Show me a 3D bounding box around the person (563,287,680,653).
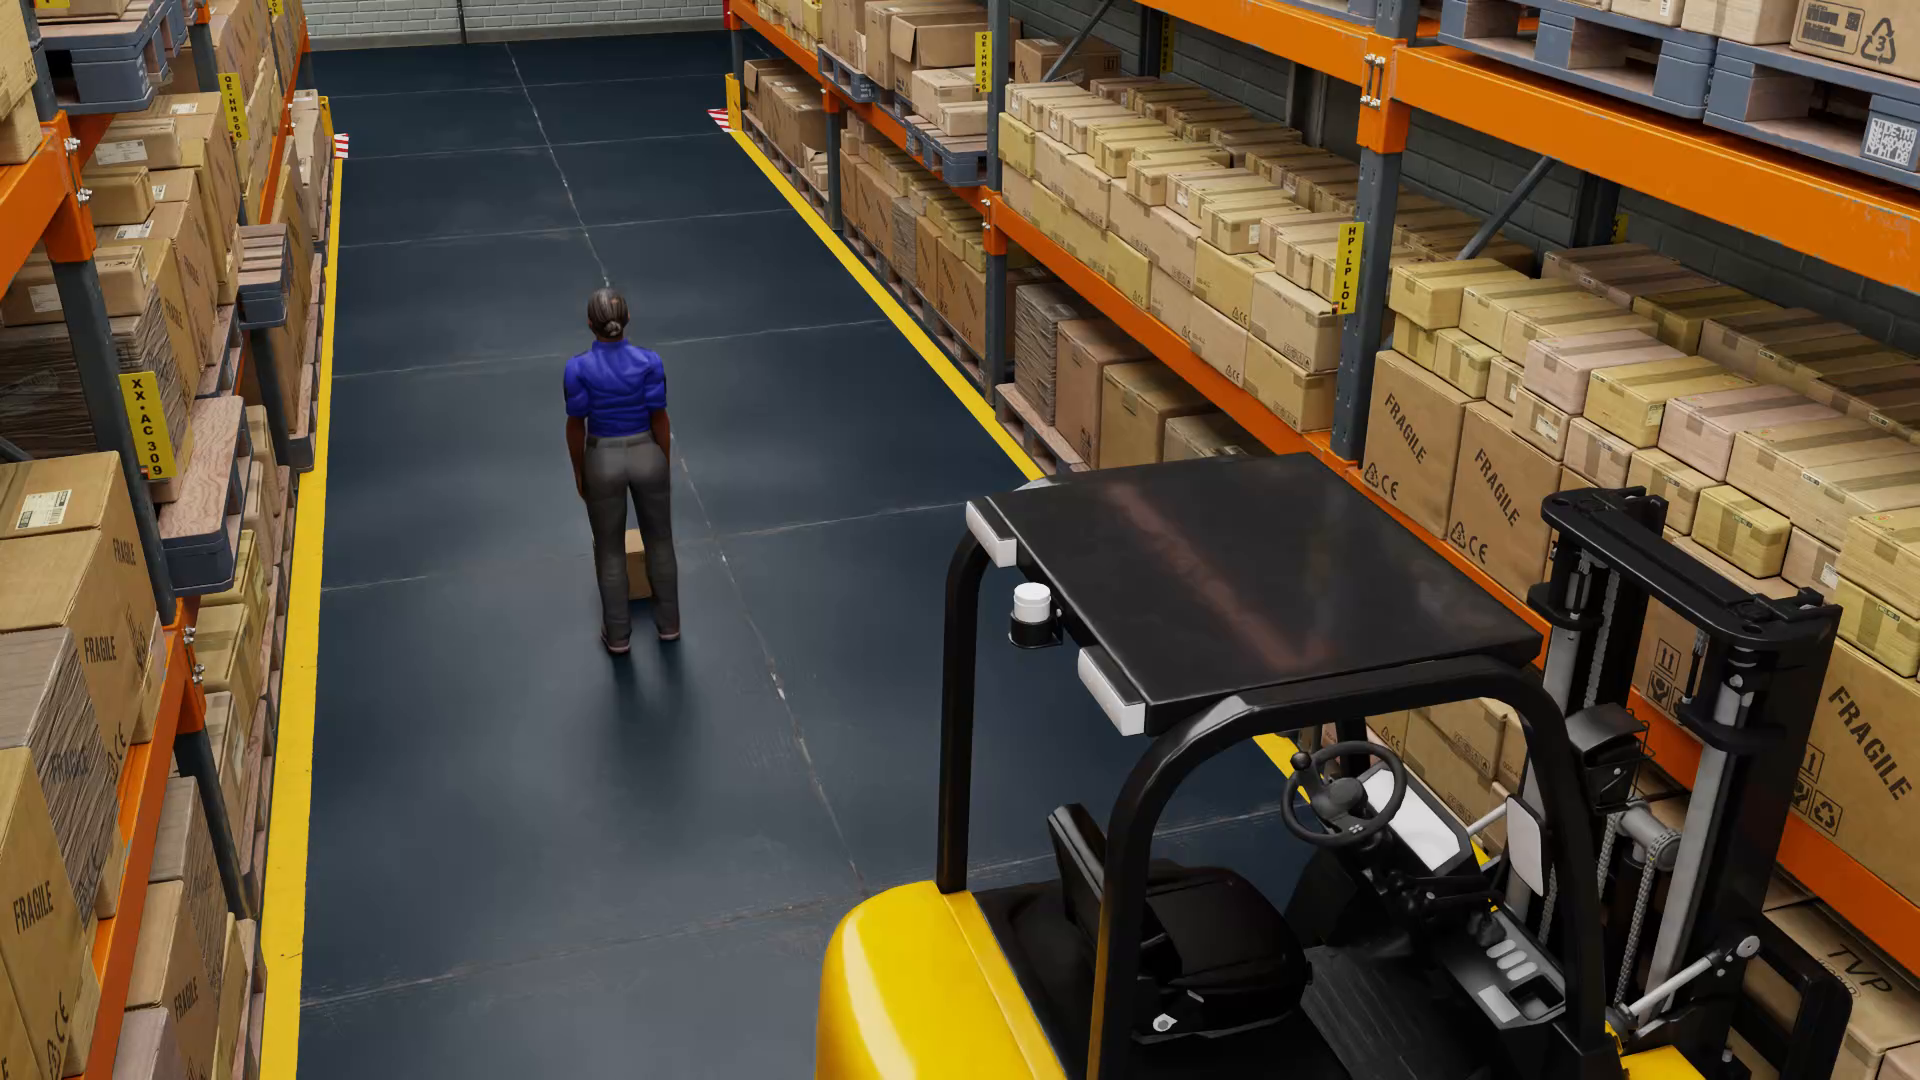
[{"bbox_3d":[-1.473,-0.305,7.233,0.439,1.665,0.350,-8,28,-15],"label":"person"}]
